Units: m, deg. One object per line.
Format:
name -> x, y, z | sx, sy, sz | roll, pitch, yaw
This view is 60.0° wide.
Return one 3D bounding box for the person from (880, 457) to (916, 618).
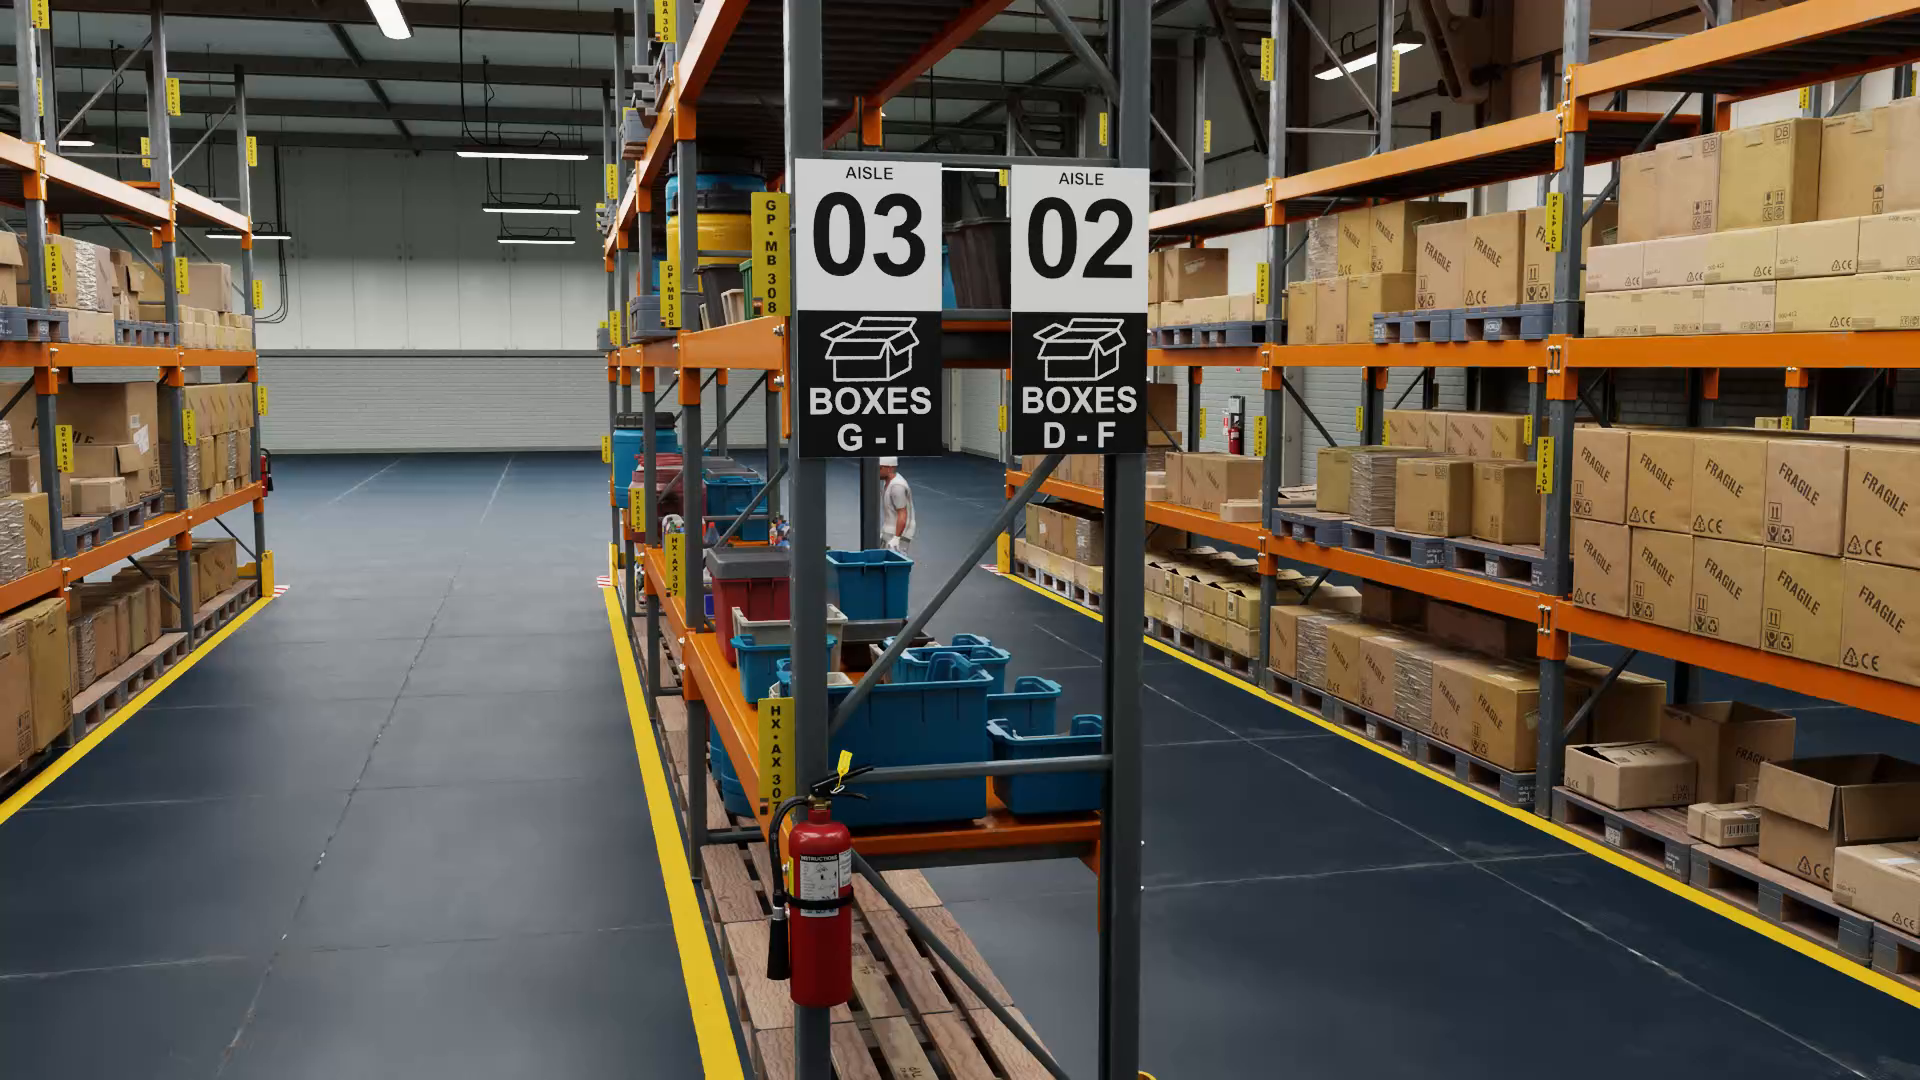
person -> -0.689, -0.013, 16.941 | 0.448, 1.780, 0.581 | -1, 6, -13
